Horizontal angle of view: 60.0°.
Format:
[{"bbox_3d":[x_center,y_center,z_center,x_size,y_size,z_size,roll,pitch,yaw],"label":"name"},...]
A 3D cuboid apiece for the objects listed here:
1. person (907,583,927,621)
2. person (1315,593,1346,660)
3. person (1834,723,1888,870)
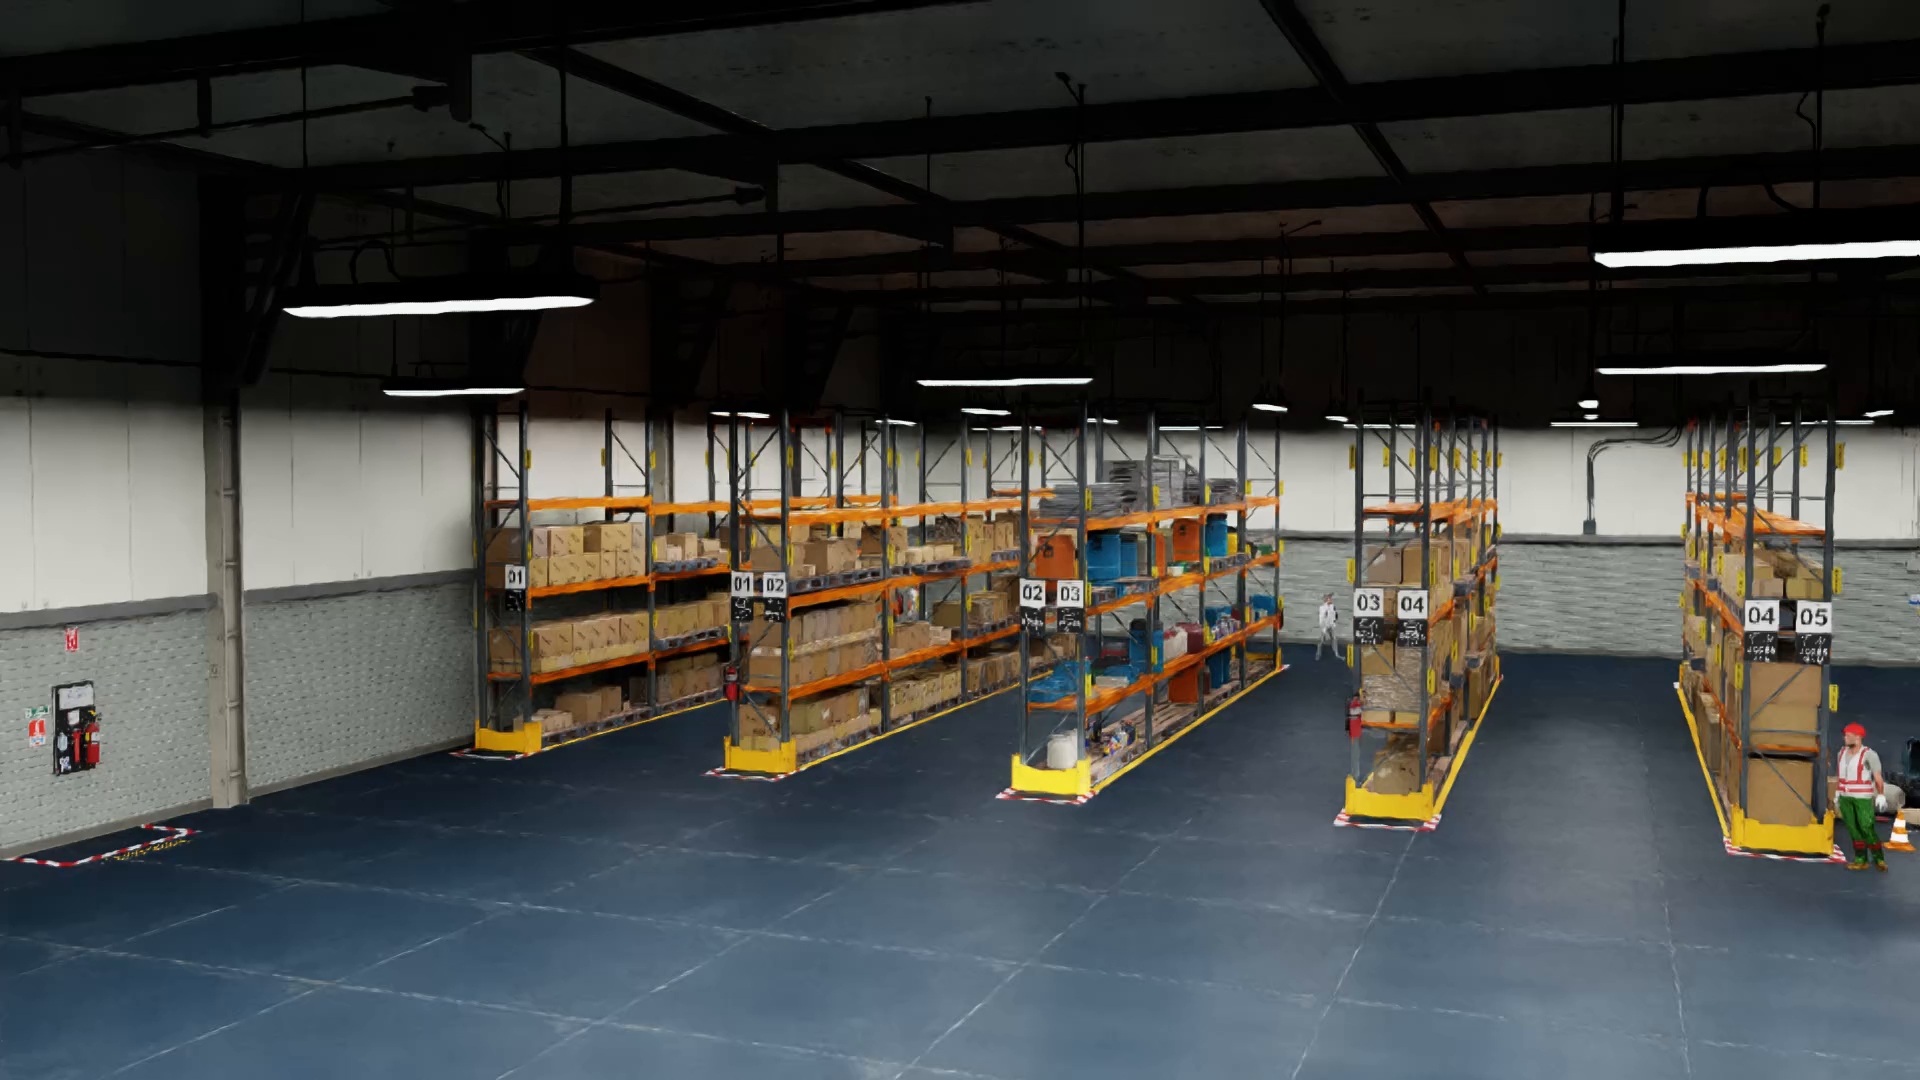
[{"bbox_3d":[-1.116,1.916,44.834,0.722,1.781,0.566,-2,3,-30],"label":"person"},{"bbox_3d":[9.189,2.144,41.381,0.682,1.668,0.554,-2,3,-31],"label":"person"},{"bbox_3d":[10.992,3.126,20.260,0.435,1.780,0.637,-1,3,-25],"label":"person"}]
